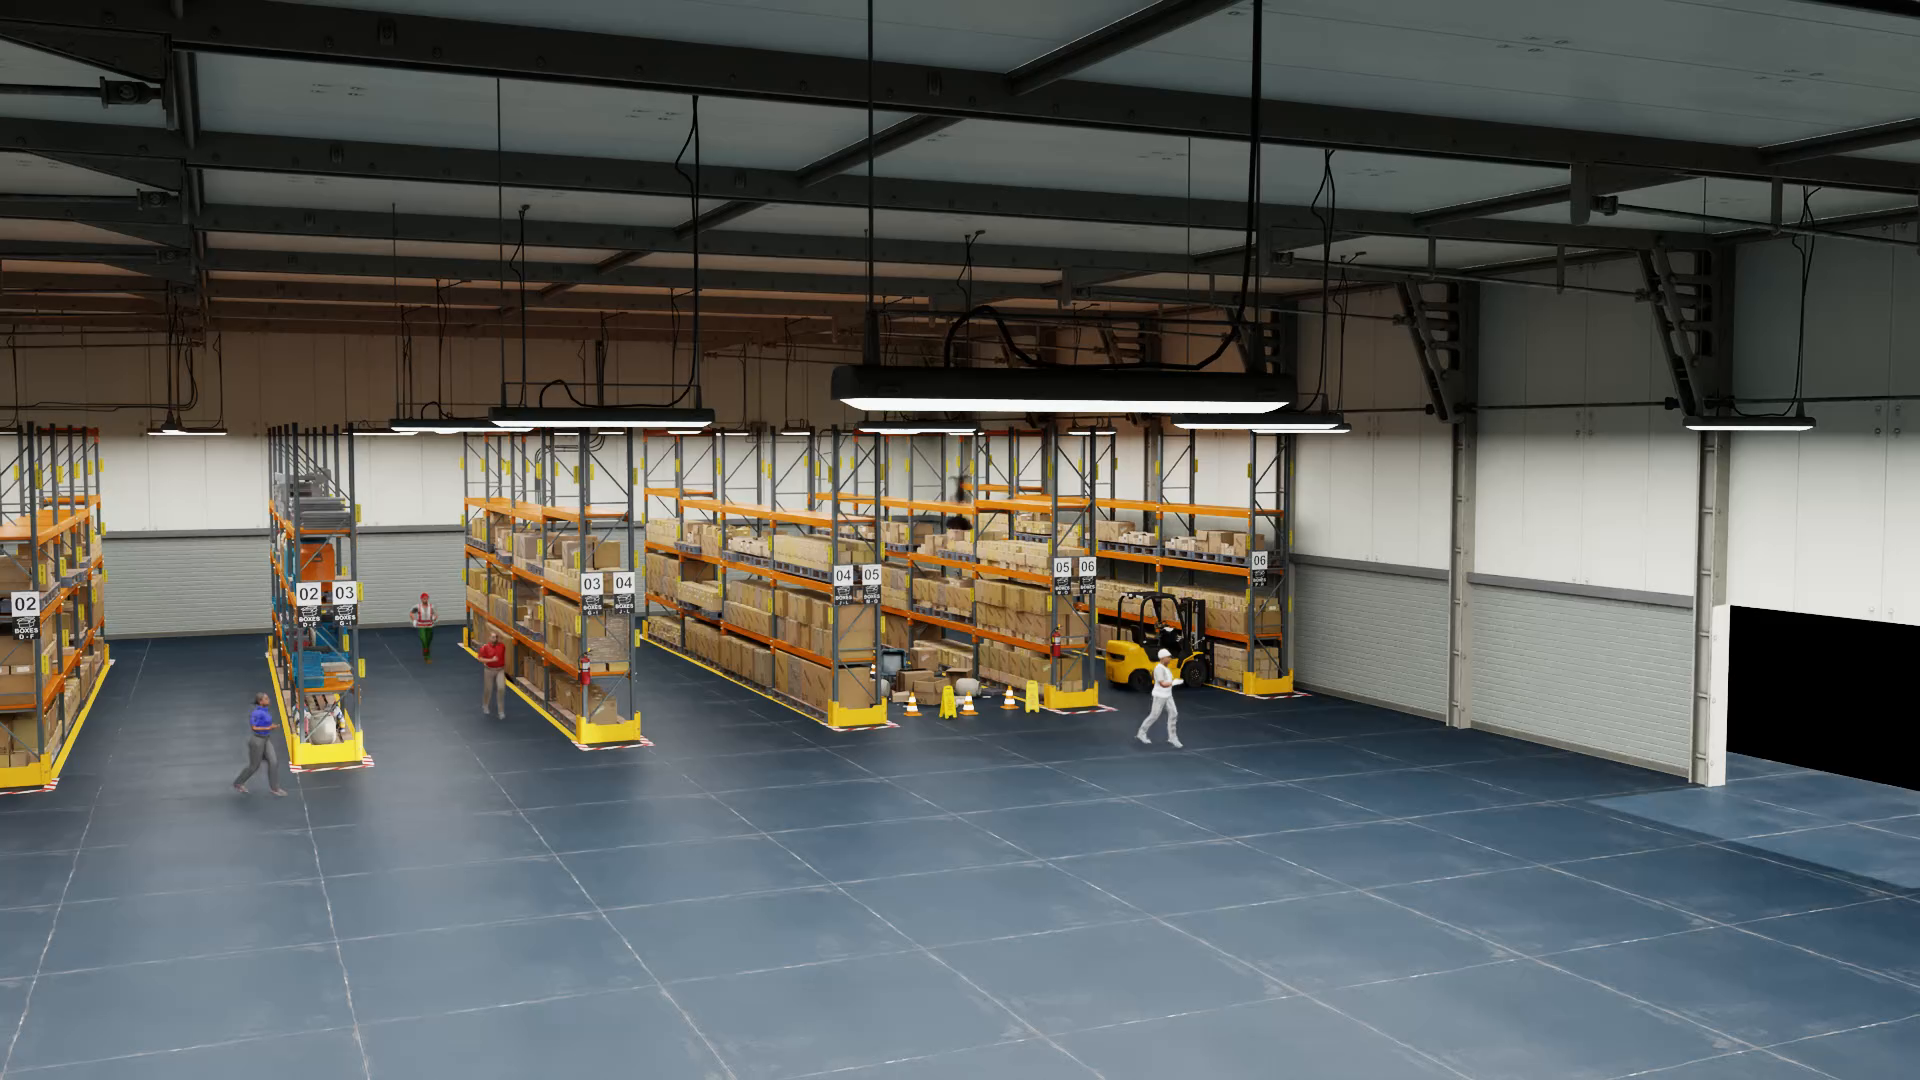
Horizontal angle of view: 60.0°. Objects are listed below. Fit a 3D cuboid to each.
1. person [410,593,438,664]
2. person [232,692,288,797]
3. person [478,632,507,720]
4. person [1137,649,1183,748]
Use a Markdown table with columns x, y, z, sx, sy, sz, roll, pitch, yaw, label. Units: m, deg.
| x | y | z | sx | sy | sz | roll | pitch | yaw | label |
| --- | --- | --- | --- | --- | --- | --- | --- | --- | --- |
| -13.624 | 2.234 | 42.336 | 0.663 | 1.787 | 0.902 | -2 | 4 | -31 | person |
| -11.184 | 3.276 | 26.520 | 0.842 | 1.691 | 0.559 | 0 | 3 | 0 | person |
| -9.598 | 2.758 | 34.187 | 0.641 | 1.768 | 0.915 | -2 | 4 | -32 | person |
| 3.726 | 2.931 | 30.849 | 0.893 | 1.832 | 0.666 | 2 | 4 | 25 | person |
